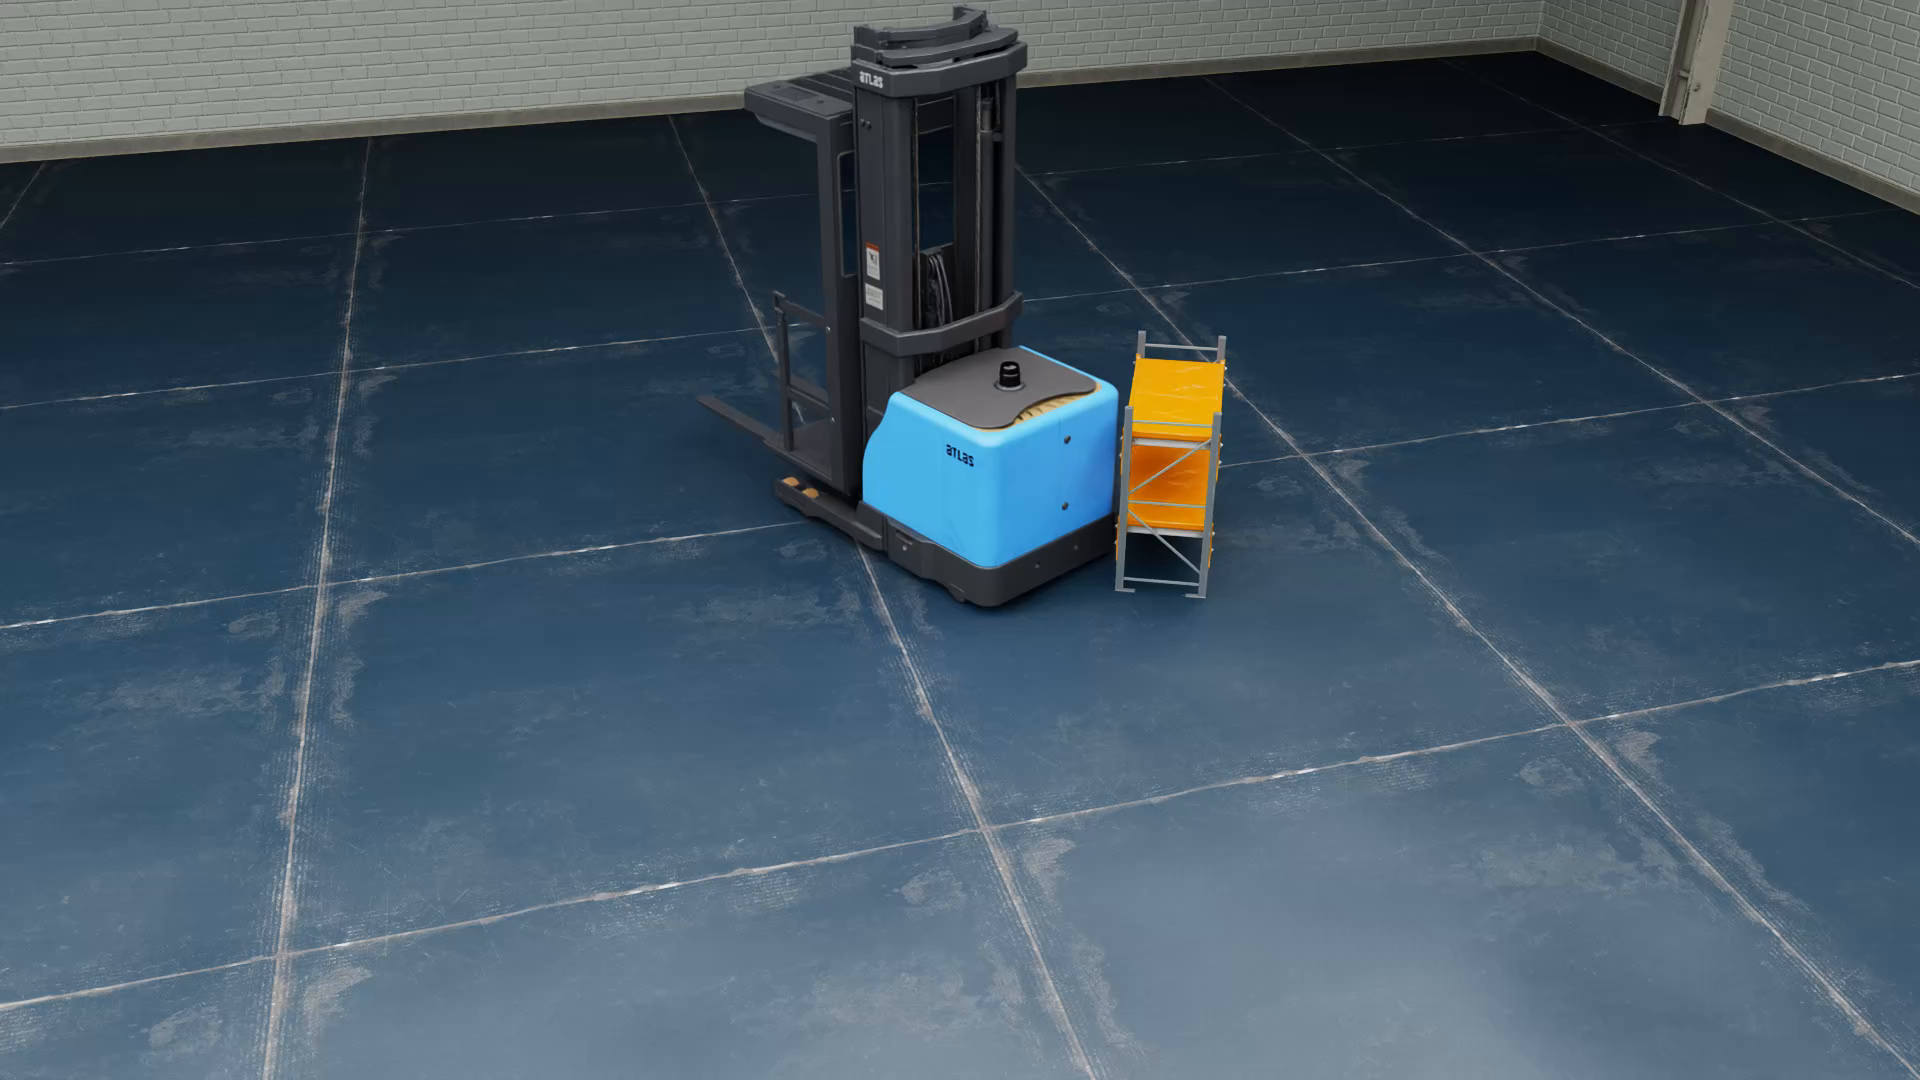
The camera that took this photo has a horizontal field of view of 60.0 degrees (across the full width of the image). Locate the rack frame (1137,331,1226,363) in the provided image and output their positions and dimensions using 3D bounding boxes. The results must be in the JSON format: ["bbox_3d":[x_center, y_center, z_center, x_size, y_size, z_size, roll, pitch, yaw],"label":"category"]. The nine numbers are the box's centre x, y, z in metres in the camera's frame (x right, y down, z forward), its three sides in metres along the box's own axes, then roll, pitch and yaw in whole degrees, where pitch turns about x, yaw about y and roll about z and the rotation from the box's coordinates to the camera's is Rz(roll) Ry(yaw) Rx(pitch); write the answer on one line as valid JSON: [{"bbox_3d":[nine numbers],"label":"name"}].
[{"bbox_3d":[1.275,-0.692,9.823,0.500,1.125,0.032,5,30,8],"label":"rack frame"}]

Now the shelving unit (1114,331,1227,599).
[{"bbox_3d":[1.194,-0.441,9.389,0.538,1.125,1.048,5,30,8],"label":"shelving unit"}]

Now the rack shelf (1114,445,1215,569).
[{"bbox_3d":[1.194,-0.229,9.511,0.538,0.278,1.000,5,30,8],"label":"rack shelf"}]

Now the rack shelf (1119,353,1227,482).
[{"bbox_3d":[1.194,-0.694,9.242,0.538,0.278,1.000,5,30,8],"label":"rack shelf"}]

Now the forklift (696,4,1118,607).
[{"bbox_3d":[-0.478,-1.563,9.524,1.130,2.935,3.031,-24,38,-35],"label":"forklift"}]

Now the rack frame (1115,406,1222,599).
[{"bbox_3d":[1.113,-0.189,8.955,0.500,1.125,0.032,5,30,8],"label":"rack frame"}]

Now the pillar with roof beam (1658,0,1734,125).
[{"bbox_3d":[3.383,-7.718,14.101,9.100,9.000,0.400,-8,31,-13],"label":"pillar with roof beam"}]
